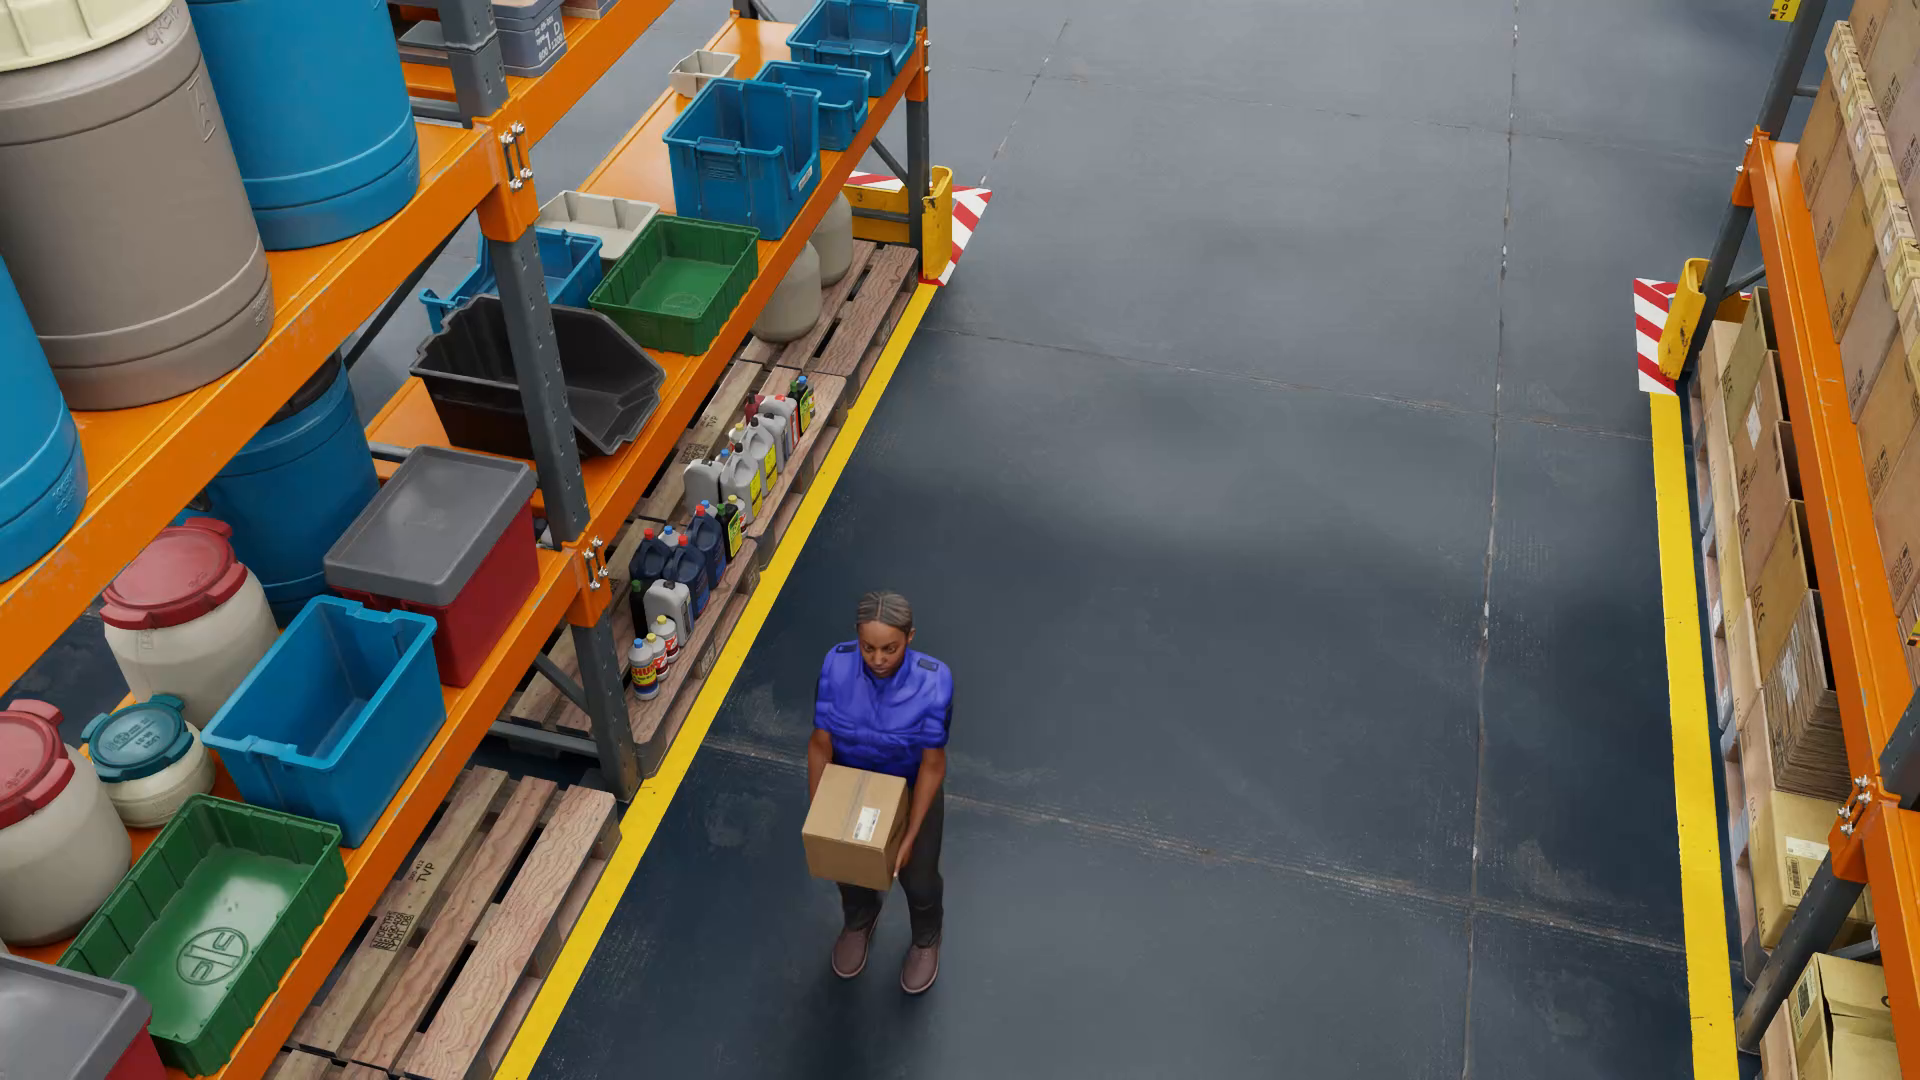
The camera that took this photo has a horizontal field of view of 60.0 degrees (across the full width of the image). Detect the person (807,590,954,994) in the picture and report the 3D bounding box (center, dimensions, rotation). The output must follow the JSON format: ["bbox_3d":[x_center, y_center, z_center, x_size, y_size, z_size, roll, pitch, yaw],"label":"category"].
[{"bbox_3d":[-0.256,0.861,5.194,0.435,1.649,0.505,10,42,11],"label":"person"}]
